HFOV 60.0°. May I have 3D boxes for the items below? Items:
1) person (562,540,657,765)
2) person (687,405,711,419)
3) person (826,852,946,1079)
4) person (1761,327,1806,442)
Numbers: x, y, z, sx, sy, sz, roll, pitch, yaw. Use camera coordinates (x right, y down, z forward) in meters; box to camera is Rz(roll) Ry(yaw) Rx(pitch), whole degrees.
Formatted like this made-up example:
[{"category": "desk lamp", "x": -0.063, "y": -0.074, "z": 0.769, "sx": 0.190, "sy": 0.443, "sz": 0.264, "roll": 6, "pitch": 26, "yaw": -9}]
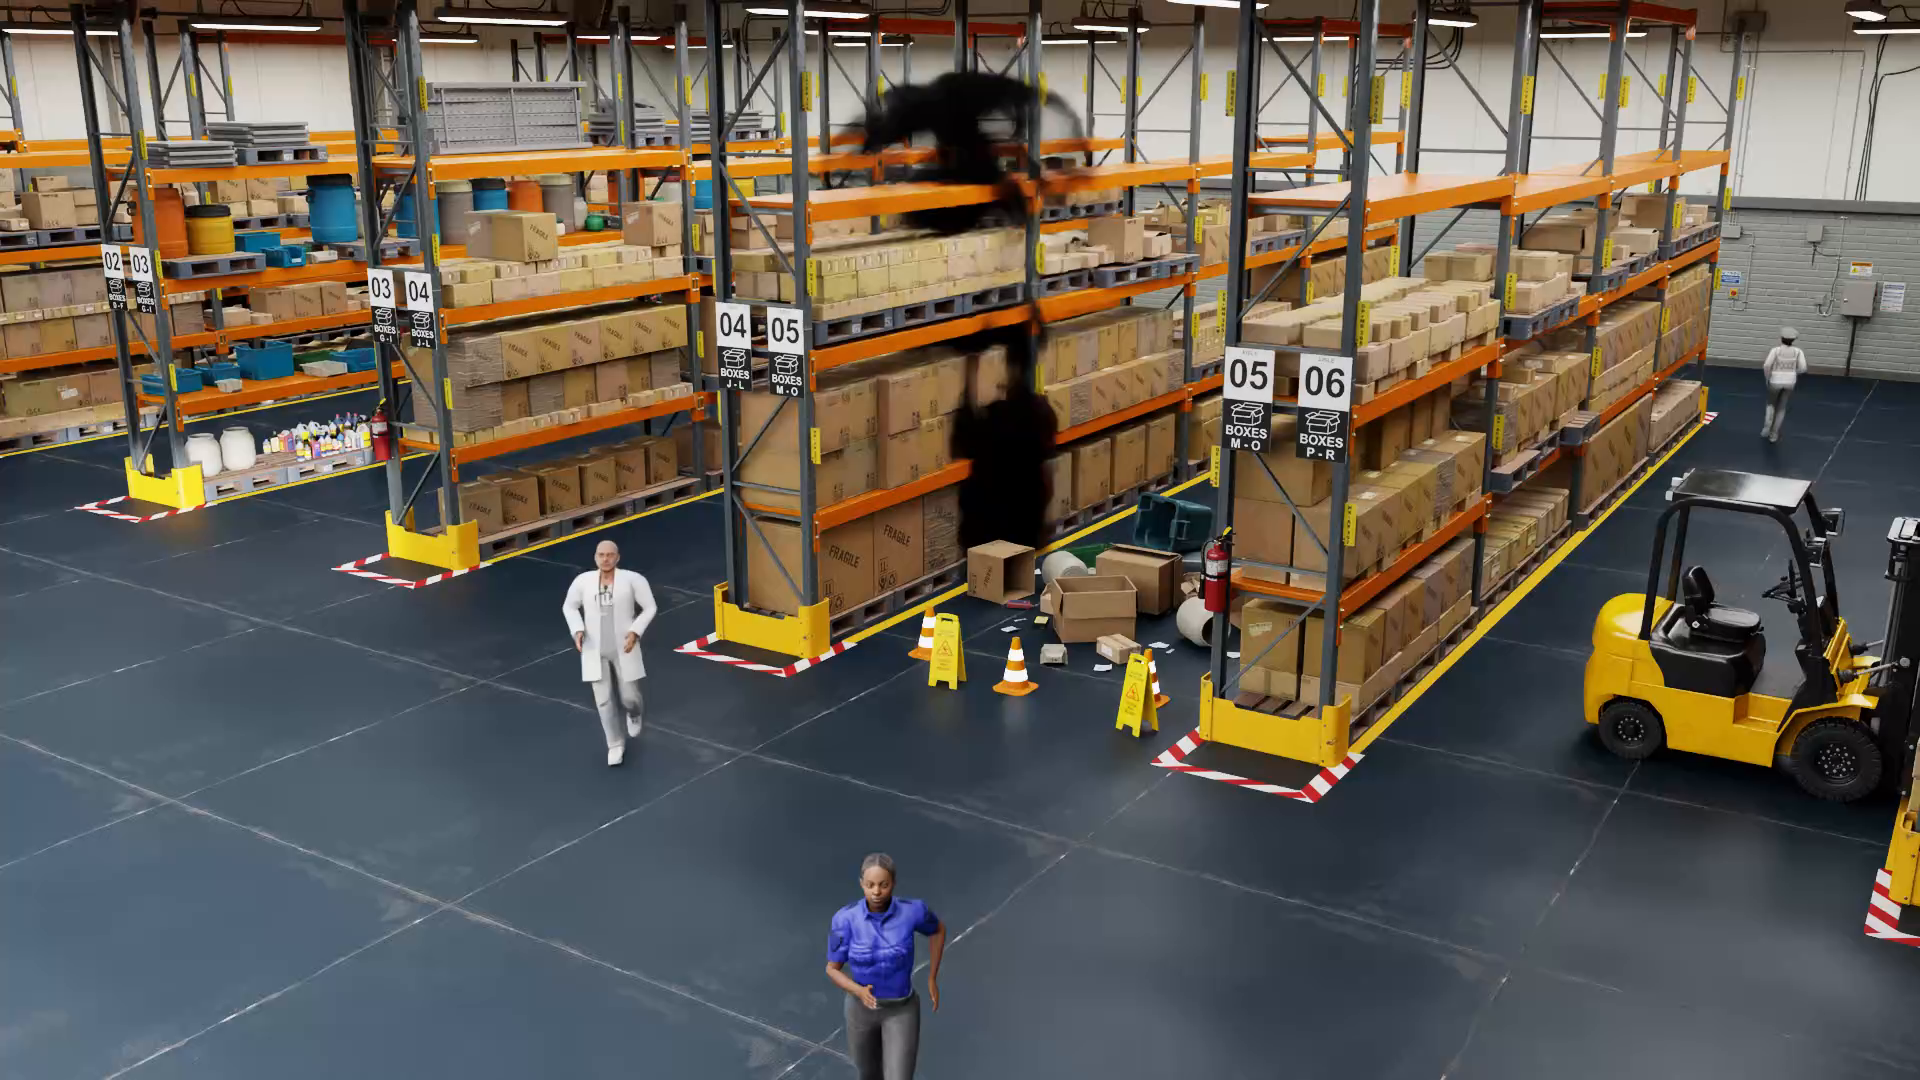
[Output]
[{"category": "person", "x": -2.722, "y": 0.836, "z": 12.982, "sx": 0.727, "sy": 1.738, "sz": 0.716, "roll": -2, "pitch": 16, "yaw": -6}, {"category": "person", "x": -4.039, "y": -2.459, "z": 25.008, "sx": 0.595, "sy": 1.623, "sz": 0.545, "roll": 8, "pitch": 18, "yaw": 27}, {"category": "person", "x": -0.359, "y": 2.289, "z": 7.937, "sx": 0.542, "sy": 1.686, "sz": 0.709, "roll": 1, "pitch": 16, "yaw": 5}, {"category": "person", "x": 12.020, "y": -2.286, "z": 24.338, "sx": 0.597, "sy": 1.656, "sz": 0.551, "roll": 5, "pitch": 16, "yaw": 19}]
